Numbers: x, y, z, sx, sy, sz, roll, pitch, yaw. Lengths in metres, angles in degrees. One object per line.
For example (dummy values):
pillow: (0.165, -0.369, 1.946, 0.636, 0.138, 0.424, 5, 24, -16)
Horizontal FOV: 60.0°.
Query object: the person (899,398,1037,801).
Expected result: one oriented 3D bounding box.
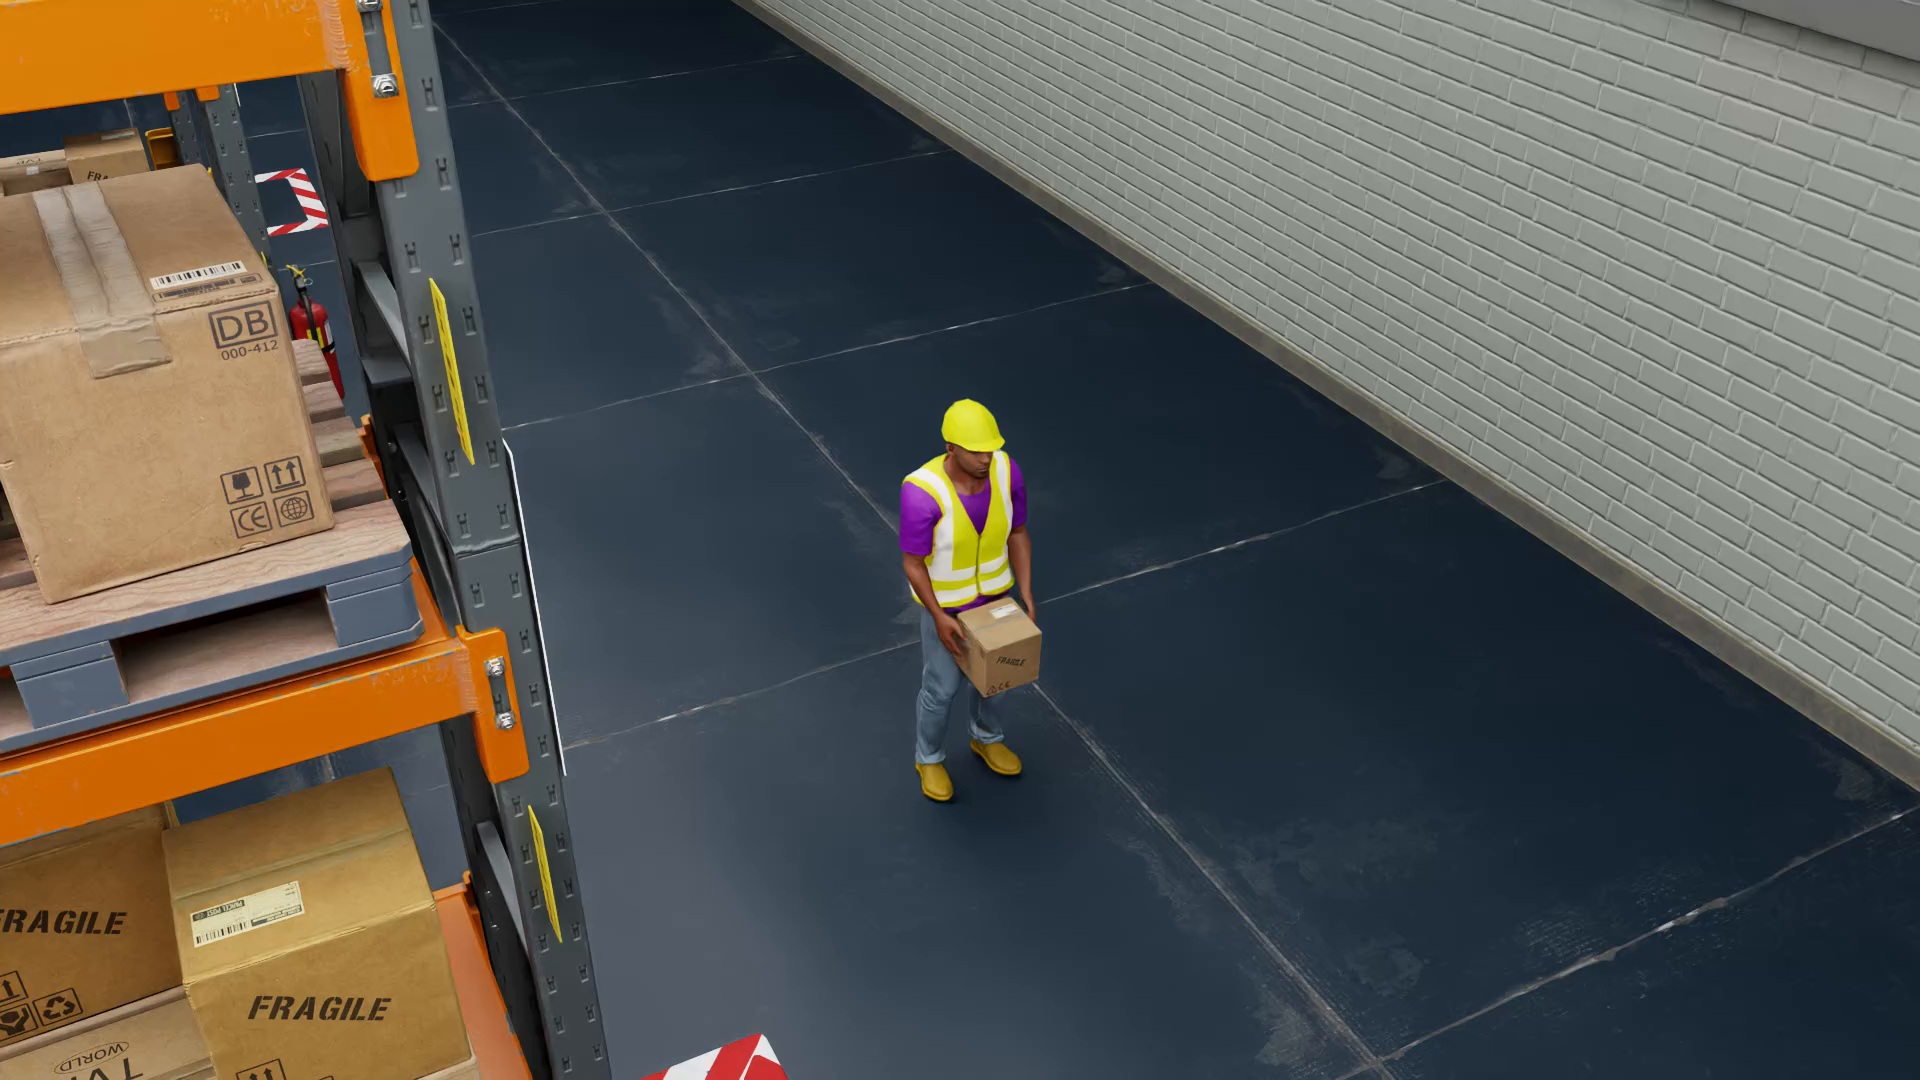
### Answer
person: (0.041, 0.241, 6.743, 0.572, 1.767, 0.470, -17, 36, -24)
